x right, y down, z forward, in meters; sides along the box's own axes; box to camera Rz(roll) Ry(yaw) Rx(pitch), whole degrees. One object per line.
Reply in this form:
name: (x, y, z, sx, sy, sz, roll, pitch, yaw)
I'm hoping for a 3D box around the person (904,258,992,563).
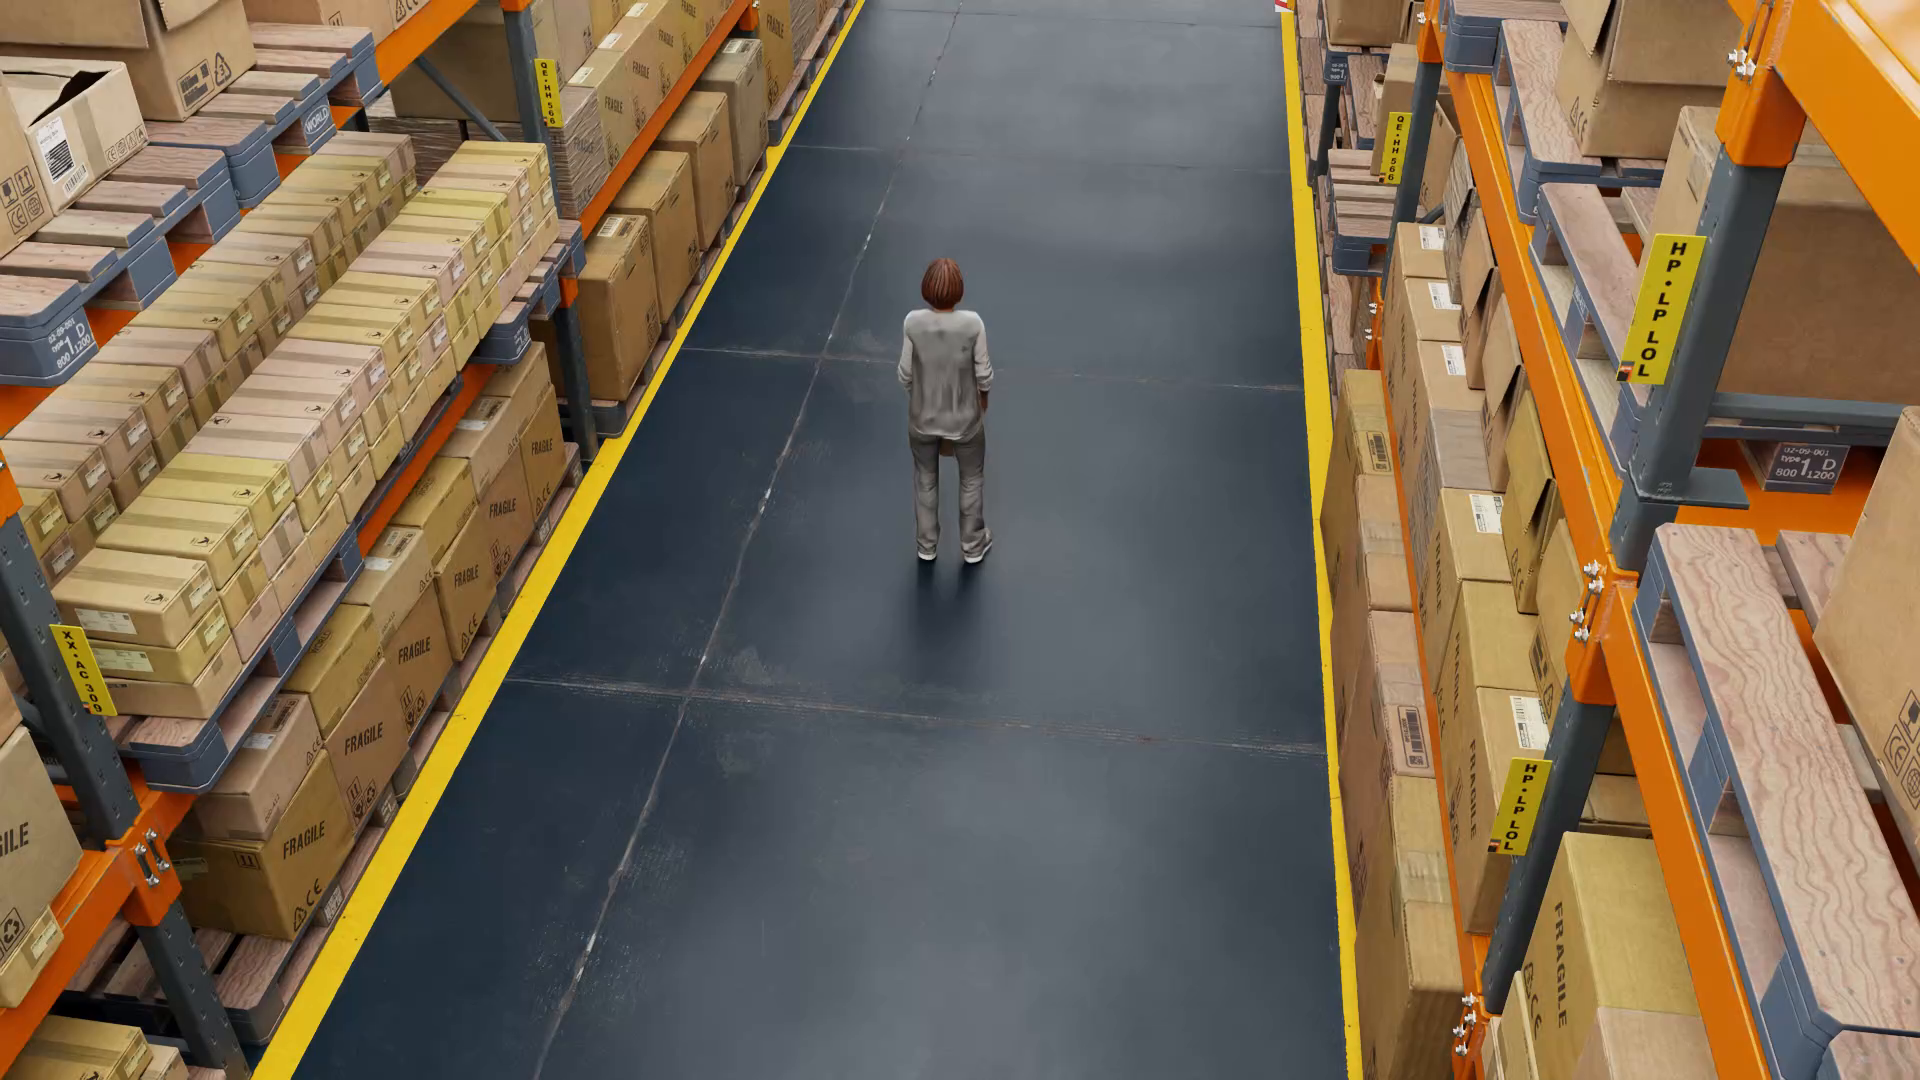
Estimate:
person: (-0.061, -0.585, 7.826, 0.434, 1.600, 0.347, 4, 37, 5)
